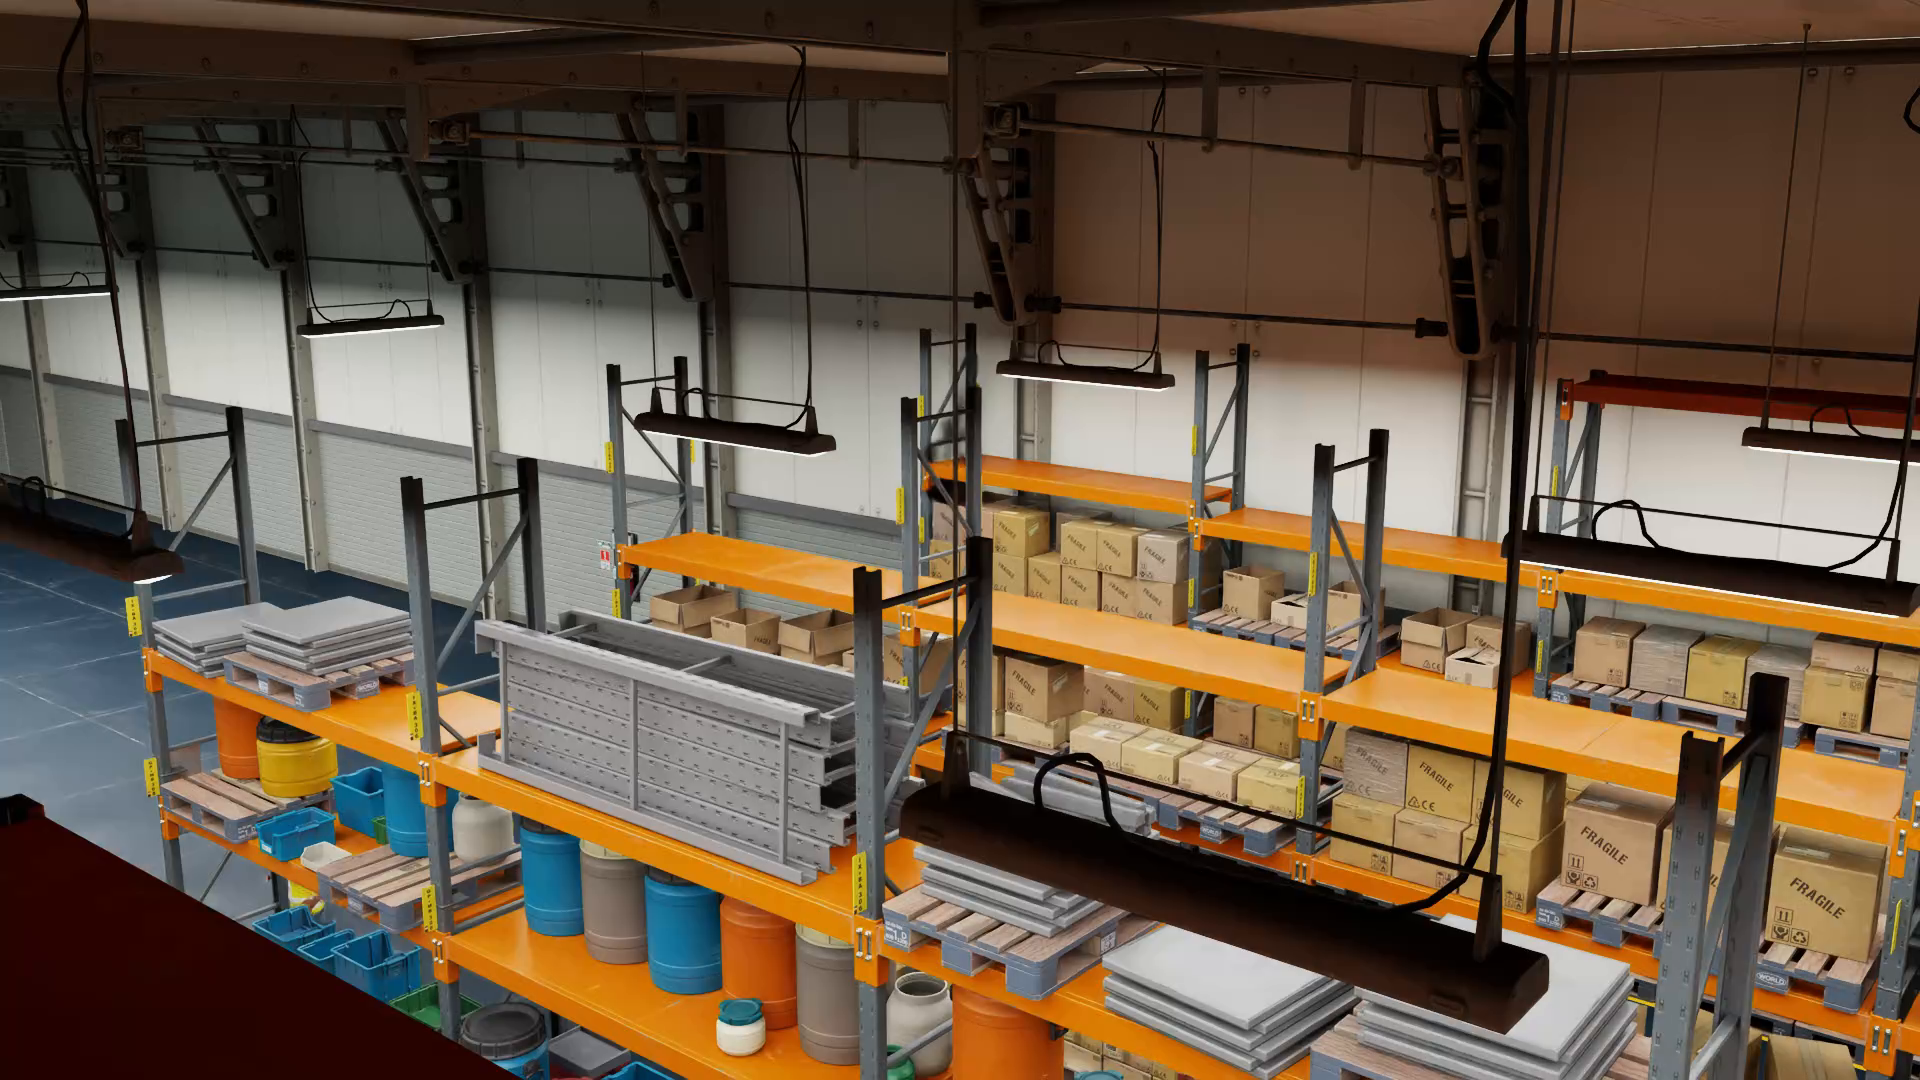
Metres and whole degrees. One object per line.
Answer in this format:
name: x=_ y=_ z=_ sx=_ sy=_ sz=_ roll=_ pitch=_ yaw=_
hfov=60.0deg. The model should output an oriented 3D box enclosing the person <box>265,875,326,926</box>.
person: x=-6.375 y=3.586 z=16.207 sx=0.962 sy=1.769 sz=0.703 roll=-3 pitch=13 yaw=-11
